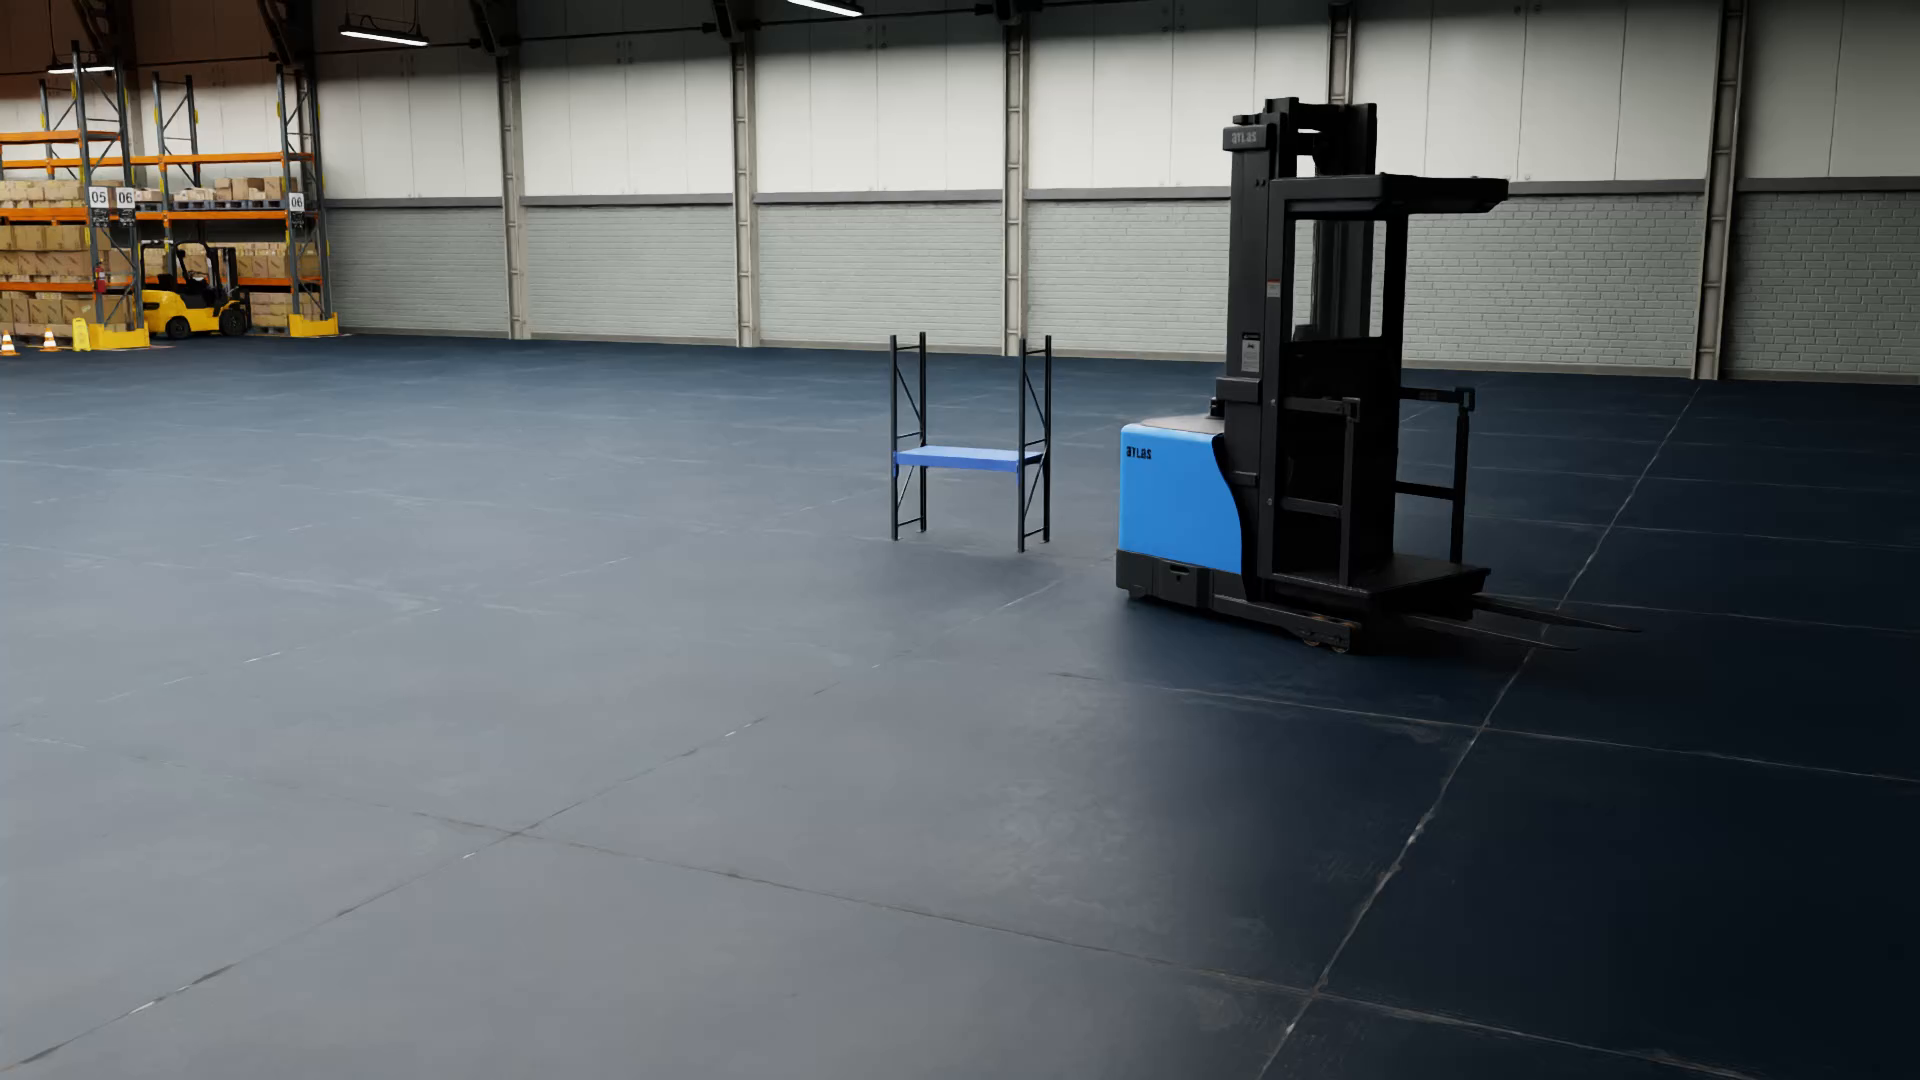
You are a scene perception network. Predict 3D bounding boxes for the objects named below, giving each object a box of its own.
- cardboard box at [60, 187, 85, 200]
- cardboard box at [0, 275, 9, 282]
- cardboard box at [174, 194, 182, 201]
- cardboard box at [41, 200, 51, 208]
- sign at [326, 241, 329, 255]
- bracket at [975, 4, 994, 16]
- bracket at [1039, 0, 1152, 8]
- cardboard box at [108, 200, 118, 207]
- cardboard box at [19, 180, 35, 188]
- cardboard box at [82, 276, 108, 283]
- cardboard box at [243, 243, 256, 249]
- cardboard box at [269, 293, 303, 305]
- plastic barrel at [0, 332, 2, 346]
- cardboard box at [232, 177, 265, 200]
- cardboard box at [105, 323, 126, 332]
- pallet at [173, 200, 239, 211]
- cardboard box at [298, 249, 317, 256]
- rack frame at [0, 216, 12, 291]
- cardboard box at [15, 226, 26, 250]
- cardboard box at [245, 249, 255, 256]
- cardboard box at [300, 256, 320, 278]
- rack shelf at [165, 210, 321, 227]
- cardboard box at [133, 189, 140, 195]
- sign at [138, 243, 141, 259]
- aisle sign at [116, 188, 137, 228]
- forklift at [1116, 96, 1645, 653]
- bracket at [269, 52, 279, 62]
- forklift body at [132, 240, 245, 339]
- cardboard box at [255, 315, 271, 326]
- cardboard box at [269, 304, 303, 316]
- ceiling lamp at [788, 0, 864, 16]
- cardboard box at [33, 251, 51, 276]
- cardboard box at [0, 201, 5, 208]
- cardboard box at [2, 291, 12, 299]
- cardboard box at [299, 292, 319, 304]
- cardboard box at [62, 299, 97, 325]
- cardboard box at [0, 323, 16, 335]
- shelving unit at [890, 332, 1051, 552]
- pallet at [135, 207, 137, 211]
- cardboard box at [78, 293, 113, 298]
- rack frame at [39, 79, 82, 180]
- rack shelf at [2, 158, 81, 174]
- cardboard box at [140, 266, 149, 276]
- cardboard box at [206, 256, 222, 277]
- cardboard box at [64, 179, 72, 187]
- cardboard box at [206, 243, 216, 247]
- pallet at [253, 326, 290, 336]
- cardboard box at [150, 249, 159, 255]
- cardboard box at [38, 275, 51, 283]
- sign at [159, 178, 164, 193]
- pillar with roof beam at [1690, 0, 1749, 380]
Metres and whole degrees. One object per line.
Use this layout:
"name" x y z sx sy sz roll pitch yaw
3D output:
"cardboard box" -17.654 -6.948 33.363 0.500 0.250 0.500 5 11 25
"cardboard box" -19.815 -5.465 34.711 0.250 0.149 0.380 5 12 28
"cardboard box" -18.202 -8.035 39.028 0.250 0.149 0.380 5 12 27
"cardboard box" -18.422 -6.822 33.783 0.250 0.149 0.380 5 11 25
"sign" -14.632 -6.749 38.443 0.005 0.325 0.100 5 11 26
"bracket" 0.505 -9.675 30.314 0.430 0.232 0.235 5 11 26
"bracket" 3.575 -9.406 28.824 4.783 0.066 0.076 5 11 26
"cardboard box" -17.229 -6.833 33.845 0.250 0.149 0.380 5 11 26
"cardboard box" -18.900 -7.242 33.868 0.250 0.149 0.380 5 12 27
"cardboard box" -17.506 -5.274 33.655 0.250 0.149 0.380 5 12 28
"cardboard box" -16.252 -6.770 38.277 0.250 0.149 0.380 5 12 27
"cardboard box" -15.434 -5.528 38.084 0.500 0.250 0.500 5 12 28
"plastic barrel" -19.598 -4.056 33.451 0.512 0.421 0.421 -4 11 -23
"cardboard box" -16.262 -8.069 38.230 0.500 0.500 0.700 5 11 26
"cardboard box" -17.677 -4.364 34.461 0.500 0.250 0.500 5 11 25
"pallet" -17.693 -7.880 39.174 1.213 0.211 1.003 5 11 26
"cardboard box" -15.072 -6.632 38.350 0.250 0.149 0.380 5 11 24
"rack frame" -20.663 -5.718 35.400 0.127 3.000 1.000 5 11 26
"cardboard box" -18.970 -6.222 34.262 0.500 0.500 0.700 5 11 25
"cardboard box" -16.243 -6.627 38.322 0.250 0.149 0.380 5 11 24
"cardboard box" -15.204 -6.328 38.492 0.500 0.500 0.500 5 12 28
"rack shelf" -16.676 -7.475 38.708 4.000 0.370 1.077 5 11 26
"cardboard box" -19.915 -8.277 39.911 0.500 0.311 0.500 5 11 24
"sign" -16.836 -5.915 34.060 0.005 0.325 0.100 5 11 26
"aisle sign" -16.883 -6.726 33.674 0.004 0.787 0.394 5 11 26
"forklift" 2.274 -0.938 9.184 1.130 2.935 3.031 -8 13 -38
"bracket" -15.638 -11.094 38.152 0.430 0.232 0.235 5 11 26
"forklift body" -17.390 -5.636 37.332 1.214 2.155 2.313 5 11 26
"cardboard box" -15.886 -5.077 38.399 0.500 0.250 0.500 5 11 26
"cardboard box" -15.458 -5.284 38.139 0.500 0.250 0.500 5 11 25
"ceiling lamp" -1.941 -10.119 26.481 0.800 3.185 2.000 5 11 26
"cardboard box" -18.578 -5.677 34.059 0.500 0.500 0.500 5 11 26
"cardboard box" -19.569 -6.926 34.359 0.250 0.149 0.380 5 11 24
"cardboard box" -19.706 -5.110 34.658 0.250 0.149 0.380 6 12 28
"cardboard box" -15.230 -5.609 38.535 0.500 0.250 0.500 5 11 25
"cardboard box" -17.909 -4.647 33.918 0.500 0.500 0.500 5 11 26
"cardboard box" -19.769 -4.442 34.890 0.500 0.250 0.500 6 12 29
"shelving unit" 0.077 -0.731 12.060 1.048 1.500 0.538 5 11 26
"pallet" -20.405 -8.082 40.572 1.213 0.211 1.003 6 12 28
"cardboard box" -21.504 -5.813 41.414 0.625 0.625 0.875 5 12 28
"rack frame" -22.057 -9.778 40.989 0.127 3.000 1.000 5 11 26
"rack shelf" -23.851 -9.385 41.960 4.000 0.370 1.077 5 11 26
"cardboard box" -19.491 -6.474 39.998 0.500 0.250 0.500 5 11 25
"cardboard box" -17.258 -6.405 38.918 0.500 0.500 0.500 5 11 25
"cardboard box" -17.724 -7.153 33.376 0.250 0.149 0.380 5 12 27
"cardboard box" -17.378 -6.875 38.859 0.250 0.149 0.380 5 11 25
"pallet" -15.587 -4.877 38.585 1.213 0.211 1.003 5 11 26
"cardboard box" -19.114 -6.888 39.765 0.250 0.149 0.380 5 11 25
"cardboard box" -18.684 -5.364 34.150 0.250 0.149 0.380 5 11 25
"sign" -18.701 -8.309 38.958 0.005 0.325 0.100 5 11 26
"pillar with roof beam" 9.890 -6.295 21.744 0.400 9.000 9.100 5 11 26
